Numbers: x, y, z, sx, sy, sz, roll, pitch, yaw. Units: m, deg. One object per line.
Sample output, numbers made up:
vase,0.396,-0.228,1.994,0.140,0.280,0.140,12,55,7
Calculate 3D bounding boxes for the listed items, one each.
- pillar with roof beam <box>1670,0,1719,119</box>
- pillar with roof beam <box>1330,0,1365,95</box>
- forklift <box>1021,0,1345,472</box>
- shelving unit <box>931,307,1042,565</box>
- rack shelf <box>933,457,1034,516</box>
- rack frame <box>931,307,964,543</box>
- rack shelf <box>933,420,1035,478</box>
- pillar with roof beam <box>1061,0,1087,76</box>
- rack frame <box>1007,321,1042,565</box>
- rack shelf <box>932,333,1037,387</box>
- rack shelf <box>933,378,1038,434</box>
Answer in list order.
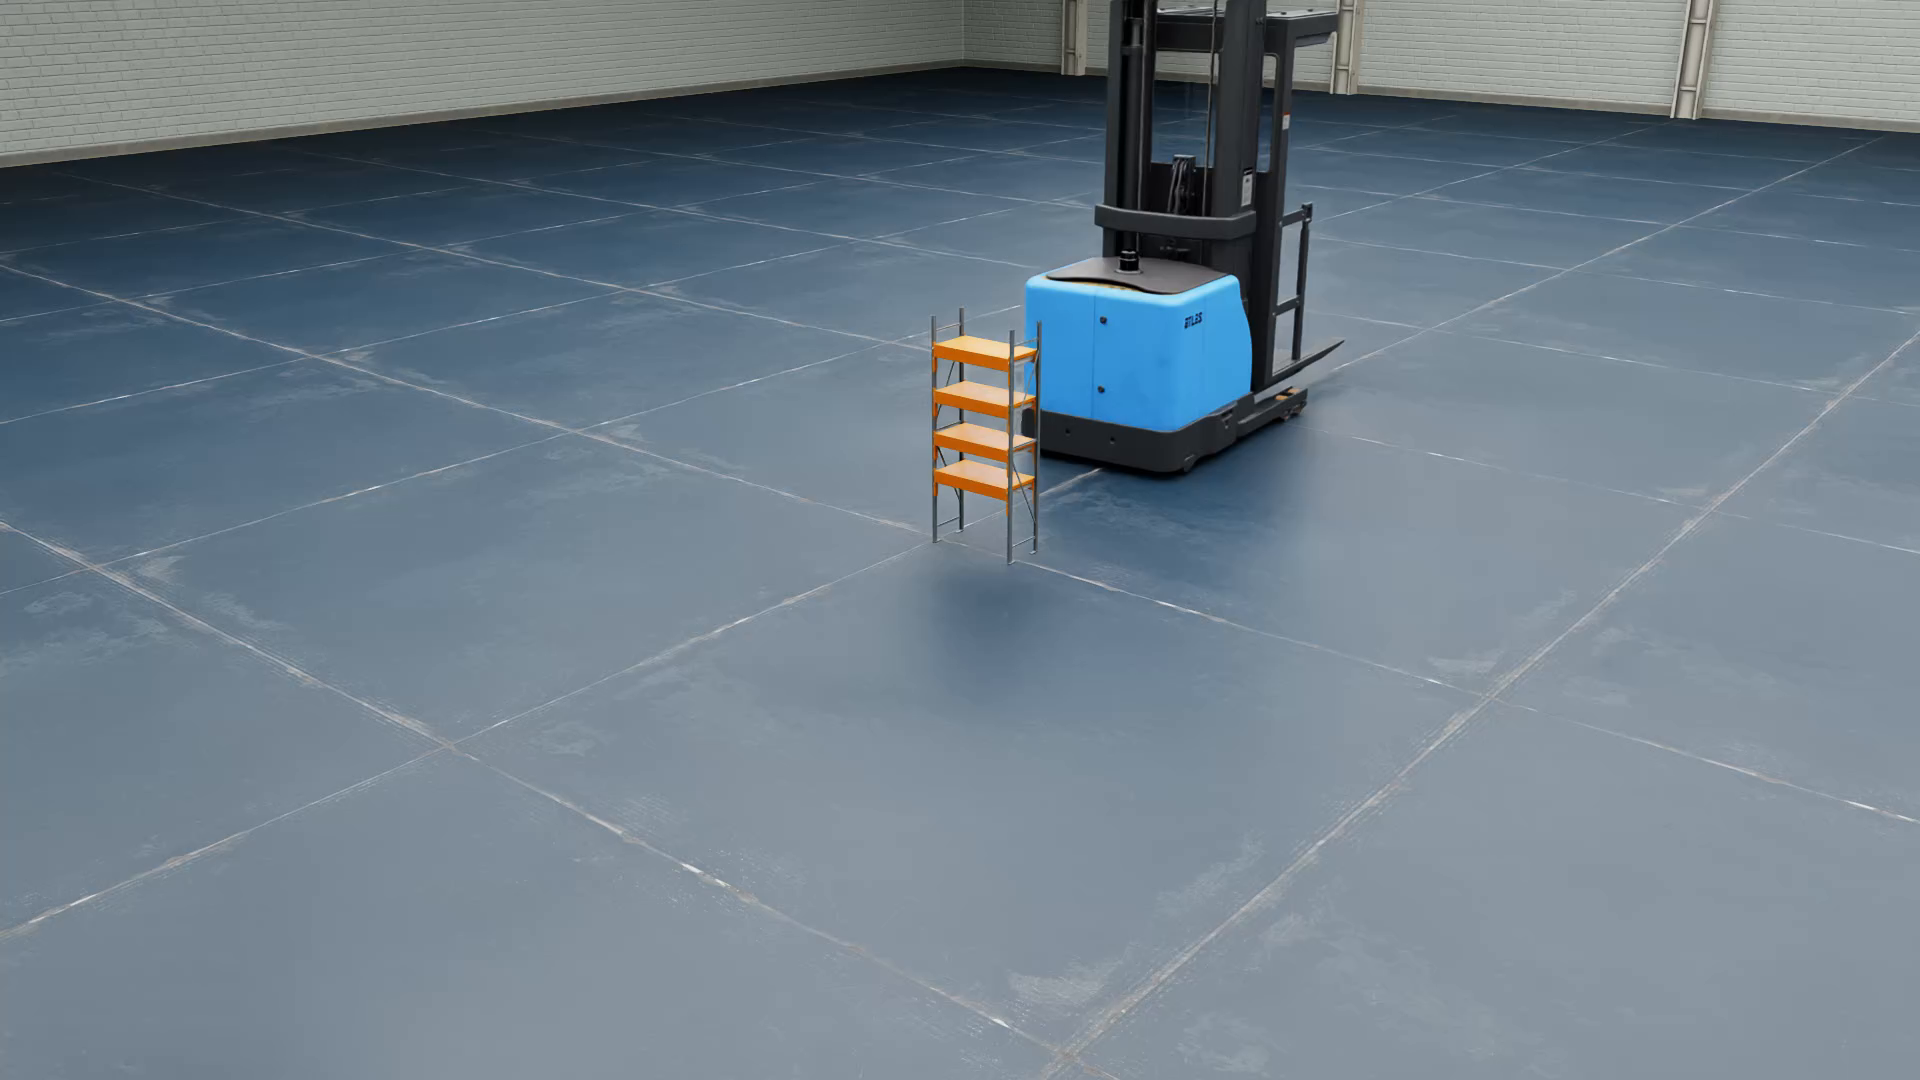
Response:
pillar with roof beam,8.868,-9.780,21.849,0.400,9.000,9.100,16,26,36
pillar with roof beam,4.220,-11.118,25.398,0.400,9.000,9.100,16,26,36
forklift,1.612,-2.221,10.404,1.130,2.935,3.031,14,25,32
shelving unit,0.128,-0.524,8.359,0.503,1.200,0.258,16,26,36
rack shelf,0.128,-0.276,8.452,0.480,0.148,0.258,16,26,36
rack frame,-0.061,-0.579,8.503,0.015,1.200,0.240,16,26,36
rack shelf,0.128,-0.462,8.382,0.480,0.148,0.258,16,26,36
pillar with roof beam,-0.428,-12.457,28.948,0.400,9.000,9.100,16,26,36
rack frame,0.317,-0.470,8.214,0.015,1.200,0.240,16,26,36
rack shelf,0.128,-0.892,8.220,0.480,0.148,0.258,16,26,36
rack shelf,0.128,-0.671,8.303,0.480,0.148,0.258,16,26,36
